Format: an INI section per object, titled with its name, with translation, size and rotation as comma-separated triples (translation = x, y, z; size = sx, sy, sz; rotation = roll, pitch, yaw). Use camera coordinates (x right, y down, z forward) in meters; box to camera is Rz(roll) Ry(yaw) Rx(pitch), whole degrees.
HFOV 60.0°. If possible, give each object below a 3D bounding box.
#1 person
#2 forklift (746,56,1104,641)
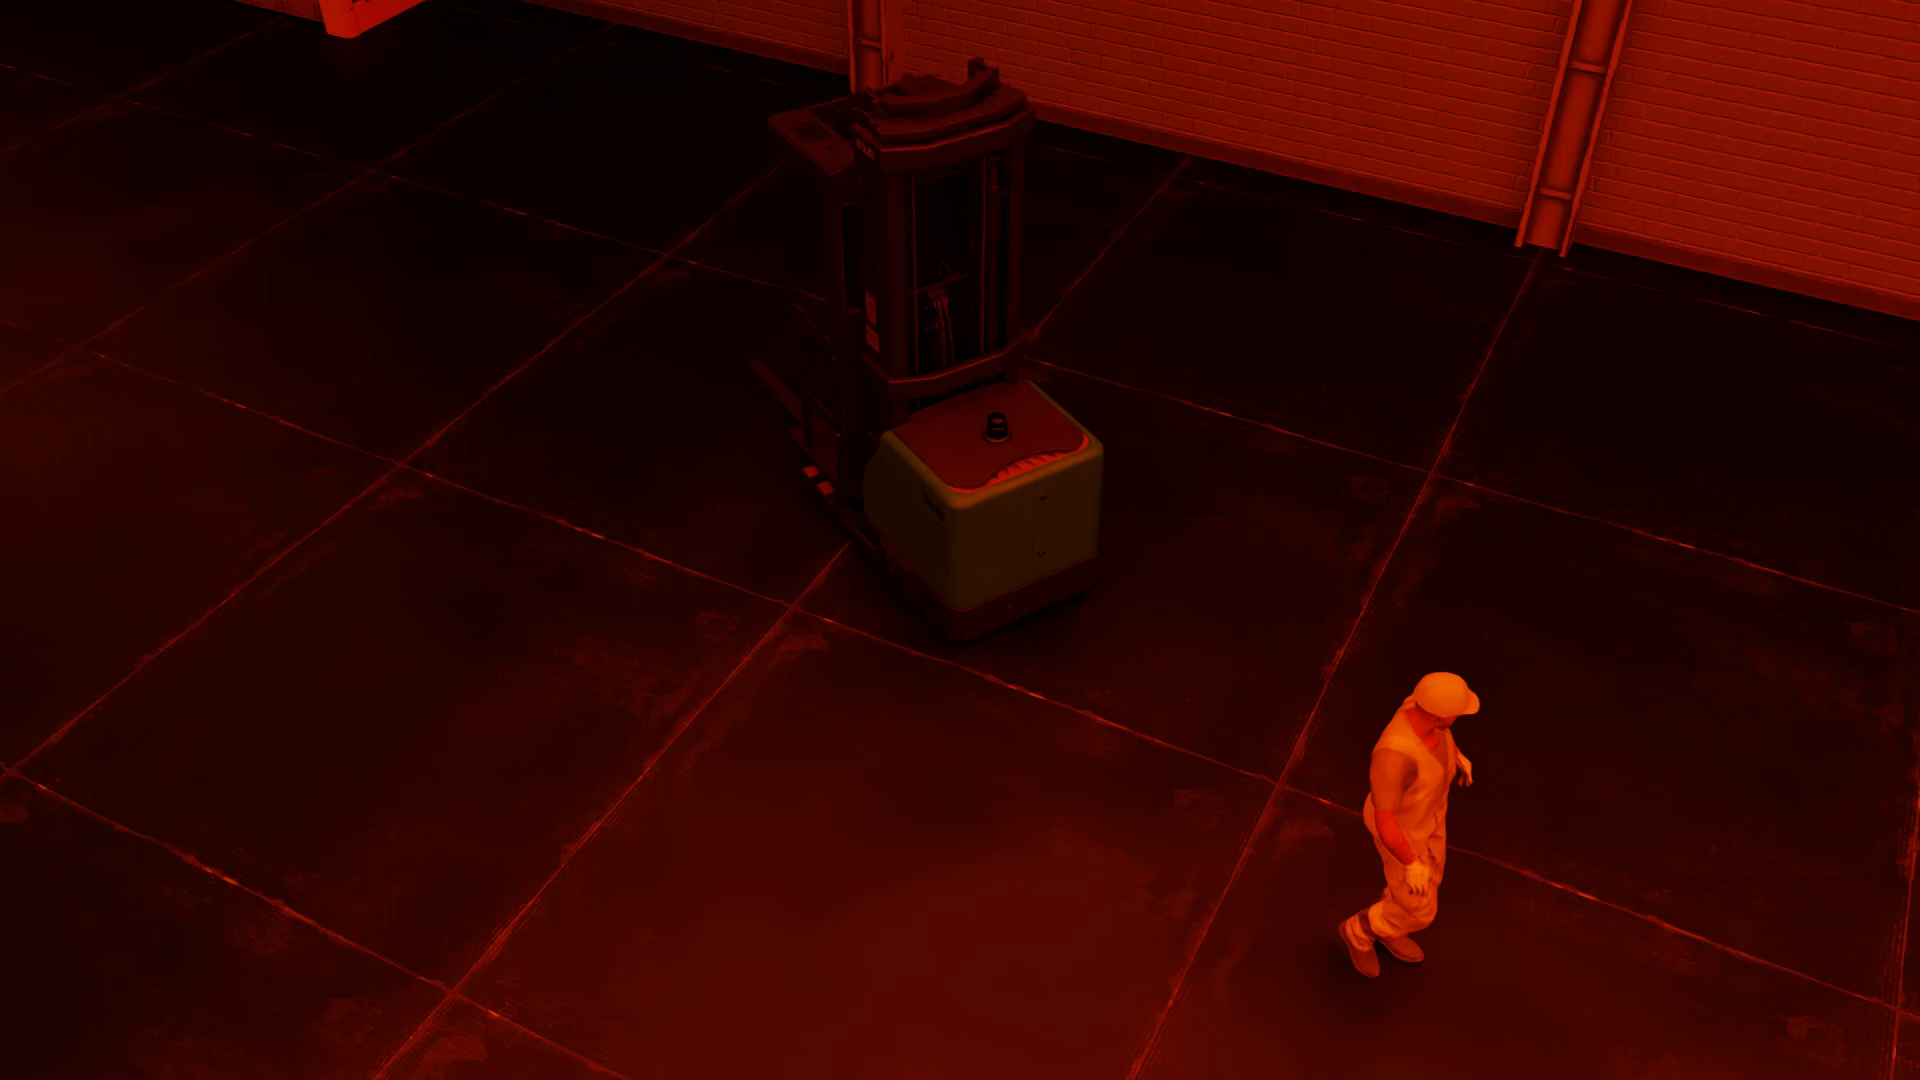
[person]
translation = 2.063, 1.244, 7.429
size = 0.480, 1.759, 0.806
rotation = 29, 48, 30
[forklift]
translation = -0.386, -1.469, 9.731
size = 1.130, 2.935, 3.031
rotation = -22, 45, -24
